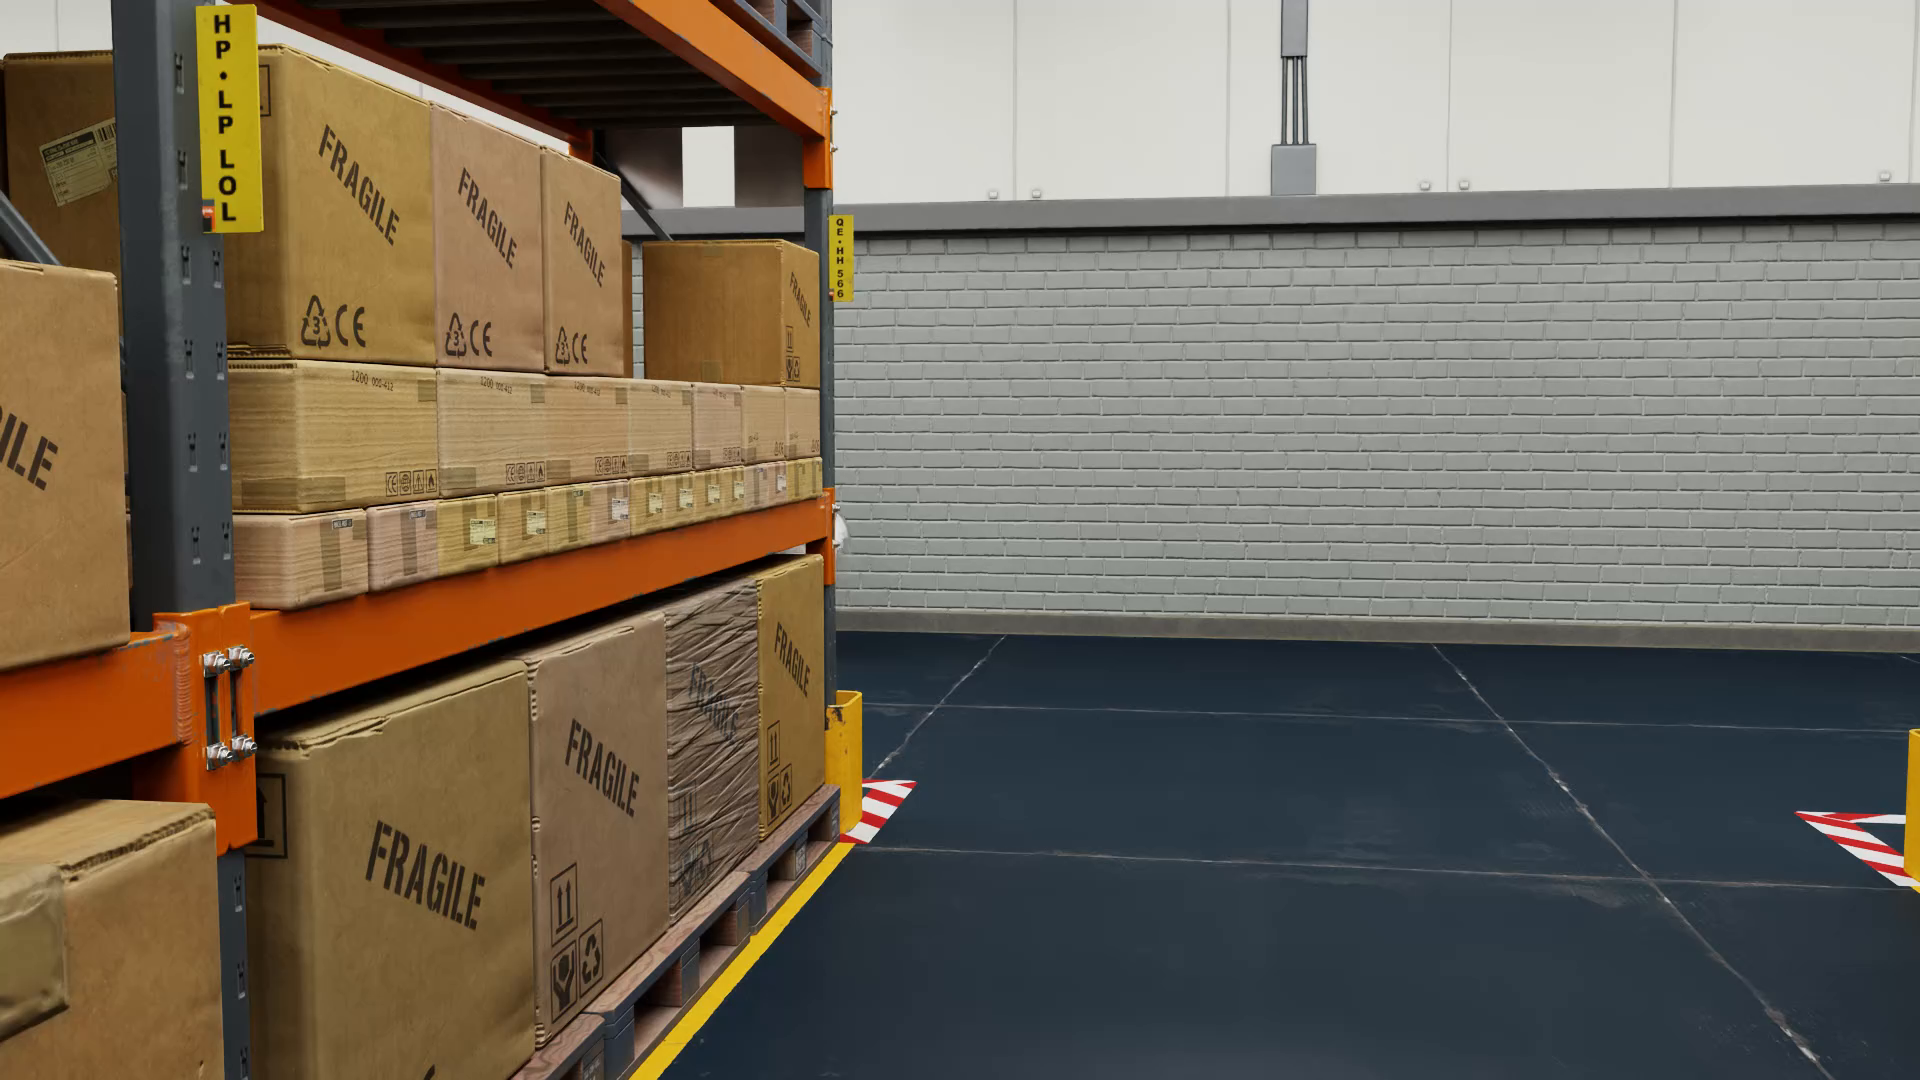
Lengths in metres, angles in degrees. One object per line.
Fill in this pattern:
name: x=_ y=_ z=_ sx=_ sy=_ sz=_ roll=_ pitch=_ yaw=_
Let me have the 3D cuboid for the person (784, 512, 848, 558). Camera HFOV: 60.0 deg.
person: x=-1.231 y=0.223 z=10.963 sx=0.976 sy=1.104 sz=0.534 roll=0 pitch=4 yaw=6
